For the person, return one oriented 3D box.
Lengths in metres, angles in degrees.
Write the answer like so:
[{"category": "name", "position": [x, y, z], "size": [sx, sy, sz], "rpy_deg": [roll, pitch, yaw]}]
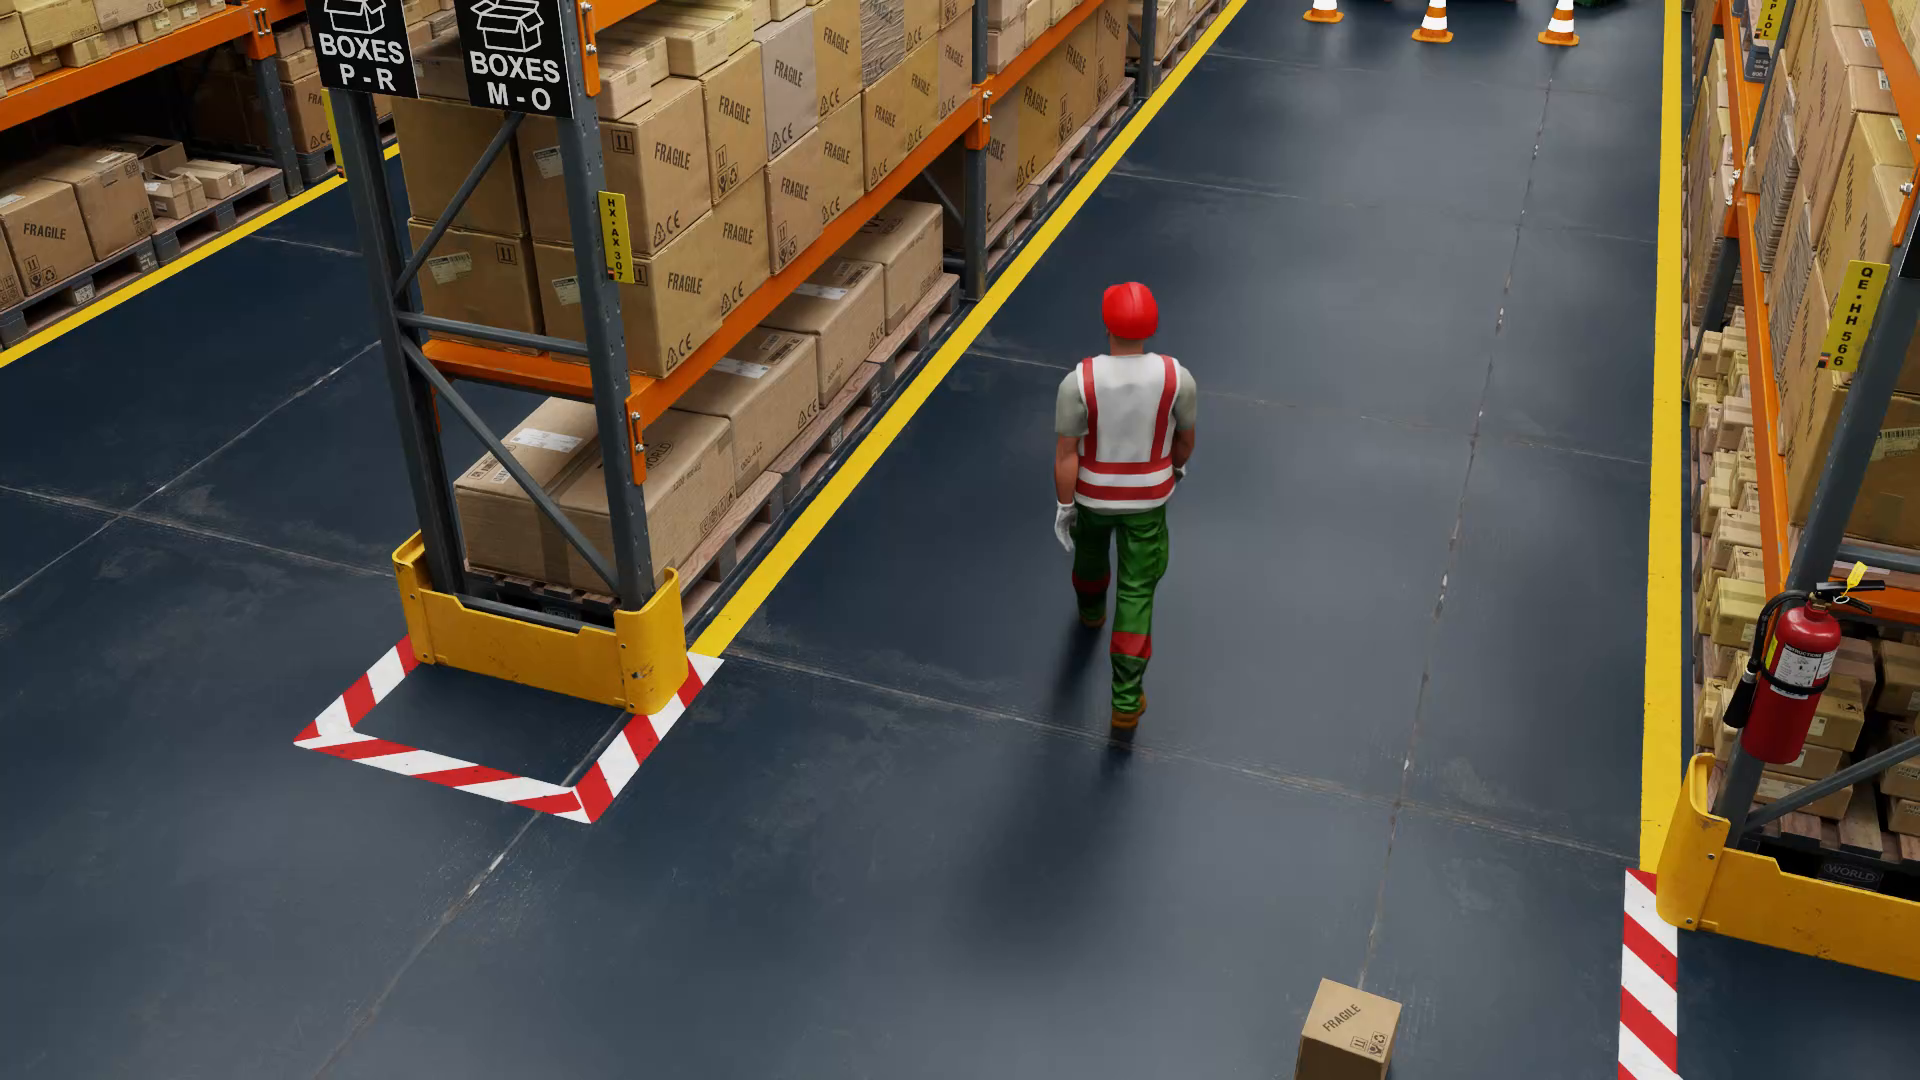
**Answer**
[{"category": "person", "position": [0.629, -0.211, 6.445], "size": [0.532, 1.740, 1.079], "rpy_deg": [3, 33, 5]}]
